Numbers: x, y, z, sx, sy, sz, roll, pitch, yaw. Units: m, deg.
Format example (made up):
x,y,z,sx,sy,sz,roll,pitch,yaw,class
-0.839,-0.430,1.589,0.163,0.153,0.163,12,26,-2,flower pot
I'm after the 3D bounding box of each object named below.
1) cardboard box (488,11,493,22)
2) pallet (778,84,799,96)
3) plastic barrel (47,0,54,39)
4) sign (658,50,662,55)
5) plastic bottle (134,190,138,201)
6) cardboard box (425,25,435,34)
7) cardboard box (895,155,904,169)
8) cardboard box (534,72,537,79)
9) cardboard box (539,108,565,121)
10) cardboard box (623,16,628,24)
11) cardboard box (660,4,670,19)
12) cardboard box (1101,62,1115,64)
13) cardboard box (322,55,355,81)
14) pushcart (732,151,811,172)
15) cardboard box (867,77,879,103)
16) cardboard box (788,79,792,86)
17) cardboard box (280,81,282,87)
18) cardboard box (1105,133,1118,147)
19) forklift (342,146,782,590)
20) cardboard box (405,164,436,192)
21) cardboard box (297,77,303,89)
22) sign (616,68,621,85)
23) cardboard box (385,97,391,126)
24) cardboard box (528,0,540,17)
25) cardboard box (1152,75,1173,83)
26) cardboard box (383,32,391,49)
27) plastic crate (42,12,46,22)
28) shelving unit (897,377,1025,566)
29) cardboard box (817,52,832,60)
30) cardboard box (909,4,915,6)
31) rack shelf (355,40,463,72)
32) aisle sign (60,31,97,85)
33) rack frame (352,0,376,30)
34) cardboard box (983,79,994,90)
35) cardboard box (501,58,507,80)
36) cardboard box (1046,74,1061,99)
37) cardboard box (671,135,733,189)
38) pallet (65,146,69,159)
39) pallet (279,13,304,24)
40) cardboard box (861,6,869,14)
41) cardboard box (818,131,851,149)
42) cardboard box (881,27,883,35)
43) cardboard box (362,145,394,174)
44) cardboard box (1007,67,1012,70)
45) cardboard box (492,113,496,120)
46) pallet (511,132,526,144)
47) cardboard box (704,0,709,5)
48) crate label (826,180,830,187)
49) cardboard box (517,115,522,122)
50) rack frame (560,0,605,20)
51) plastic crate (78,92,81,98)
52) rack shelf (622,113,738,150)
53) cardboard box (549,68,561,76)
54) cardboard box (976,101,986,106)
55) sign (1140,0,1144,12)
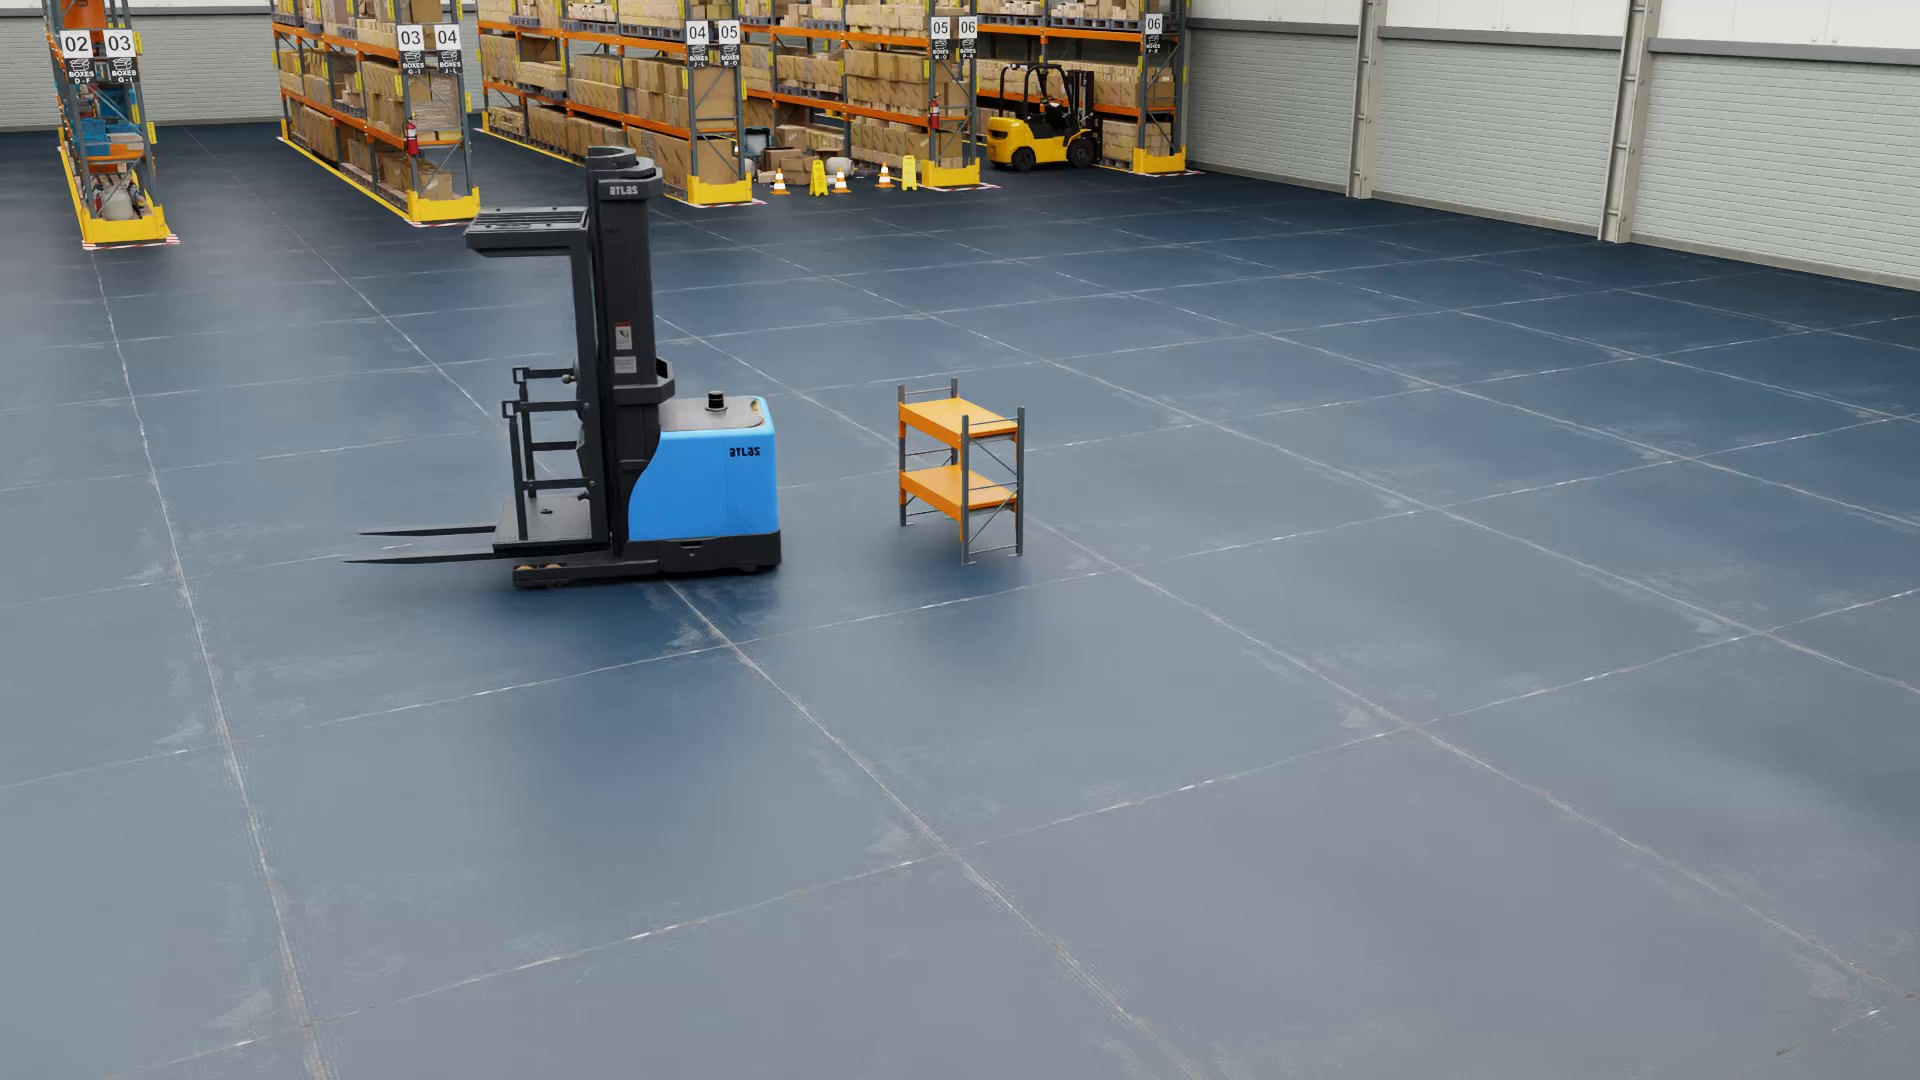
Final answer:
x,y,z,sx,sy,sz,roll,pitch,yaw,class
-11.561,-13.181,41.863,0.500,0.250,0.500,-11,22,-28,cardboard box
-3.512,-10.521,38.816,1.213,0.211,1.003,-10,21,-27,pallet
-16.515,-9.661,30.774,0.600,0.830,0.708,-10,21,-27,plastic barrel
-8.235,-13.458,45.587,0.100,0.325,0.005,-10,21,-27,sign
-14.119,-5.873,28.561,0.097,0.271,0.097,0,19,0,plastic bottle
-8.794,-8.618,28.029,0.380,0.149,0.250,-10,21,-27,cardboard box
-1.005,-7.742,34.040,0.500,0.250,0.500,-10,21,-26,cardboard box
-9.625,-10.739,38.441,0.380,0.149,0.250,-10,22,-28,cardboard box
-9.541,-9.971,38.967,0.500,0.250,0.500,-9,21,-25,cardboard box
-6.355,-10.169,32.493,0.380,0.149,0.250,-10,21,-26,cardboard box
-5.169,-9.682,30.468,0.500,0.250,0.500,-10,21,-27,cardboard box
3.319,-10.498,36.853,0.380,0.149,0.250,-10,22,-27,cardboard box
-13.306,-10.186,35.860,0.797,0.503,0.637,-9,21,-25,cardboard box
-4.028,-8.044,35.365,0.936,0.377,1.648,16,25,39,pushcart
-1.596,-9.383,34.615,0.500,0.500,0.500,-10,21,-27,cardboard box
-3.760,-10.585,38.450,0.380,0.149,0.250,-12,22,-30,cardboard box
-16.587,-11.289,41.134,0.380,0.149,0.250,-10,21,-26,cardboard box
3.486,-8.645,35.891,0.500,0.250,0.500,-10,22,-27,cardboard box
-2.854,-1.223,11.681,3.031,2.935,1.130,-3,19,-10,forklift
-9.743,-6.516,30.103,0.500,0.500,0.500,-8,21,-22,cardboard box
-15.006,-10.568,38.434,0.500,0.250,0.500,-10,22,-28,cardboard box
-6.826,-9.278,33.268,0.100,0.325,0.005,-10,21,-27,sign
-9.646,-7.593,29.428,0.875,0.500,0.500,-10,21,-27,cardboard box
-9.534,-12.353,38.433,0.797,0.503,0.637,-10,22,-27,cardboard box
4.288,-9.764,35.182,0.380,0.149,0.250,-11,22,-28,cardboard box
-9.559,-8.557,28.462,0.500,0.250,0.500,-10,21,-26,cardboard box
-20.340,-11.701,37.440,0.504,0.338,0.767,-10,21,-27,plastic crate
-0.003,-0.534,12.454,0.538,1.125,1.048,-10,21,-27,shelving unit
-2.953,-10.713,36.831,0.380,0.149,0.250,-11,22,-29,cardboard box
-1.086,-13.748,42.864,0.380,0.149,0.250,-9,21,-25,cardboard box
-9.817,-8.620,29.518,1.077,0.370,4.000,-10,21,-27,rack shelf
-13.453,-7.363,25.385,0.394,0.787,0.004,-10,21,-27,aisle sign
-10.766,-10.952,30.575,1.000,3.000,0.127,-10,21,-27,rack frame
0.903,-11.041,40.260,0.500,0.250,0.500,-11,22,-28,cardboard box
-11.111,-11.727,41.409,0.500,0.500,0.500,-10,21,-27,cardboard box
2.302,-10.300,37.731,0.500,0.500,0.500,-11,22,-28,cardboard box
-4.834,-7.086,31.181,0.875,0.875,0.875,-10,21,-26,cardboard box
-19.891,-8.883,38.051,1.003,0.211,1.213,-10,21,-27,pallet
-15.520,-12.375,39.433,1.003,0.211,1.213,-10,21,-27,pallet
-1.815,-10.959,34.357,0.380,0.149,0.250,-10,21,-27,cardboard box
-2.641,-8.963,37.394,0.950,0.372,0.625,-9,21,-23,cardboard box
-1.380,-10.379,33.899,0.380,0.149,0.250,-10,21,-26,cardboard box
-11.515,-7.622,33.280,0.700,0.500,0.500,-12,22,-31,cardboard box
1.331,-11.201,39.345,0.380,0.149,0.250,-10,21,-26,cardboard box
-11.948,-11.014,43.223,0.380,0.149,0.250,-10,21,-27,cardboard box
-10.502,-10.021,41.349,1.003,0.211,1.213,-10,21,-27,pallet
-4.450,-9.846,30.334,0.380,0.149,0.250,-10,21,-26,cardboard box
-2.728,-7.020,32.765,0.298,0.136,0.250,11,22,30,crate label
-10.707,-10.413,41.025,0.380,0.149,0.250,-10,21,-26,cardboard box
-8.253,-12.840,36.045,1.000,3.000,0.127,-10,21,-27,rack frame
-19.692,-9.823,36.831,0.437,0.125,0.590,-10,21,-27,plastic crate
-5.404,-7.941,32.149,1.077,0.370,4.000,-10,21,-27,rack shelf
-9.006,-10.507,37.311,0.380,0.149,0.250,-10,22,-27,cardboard box
0.449,-11.091,42.368,0.380,0.149,0.250,-9,21,-24,cardboard box
3.737,-10.992,34.053,0.100,0.325,0.005,-10,21,-27,sign
